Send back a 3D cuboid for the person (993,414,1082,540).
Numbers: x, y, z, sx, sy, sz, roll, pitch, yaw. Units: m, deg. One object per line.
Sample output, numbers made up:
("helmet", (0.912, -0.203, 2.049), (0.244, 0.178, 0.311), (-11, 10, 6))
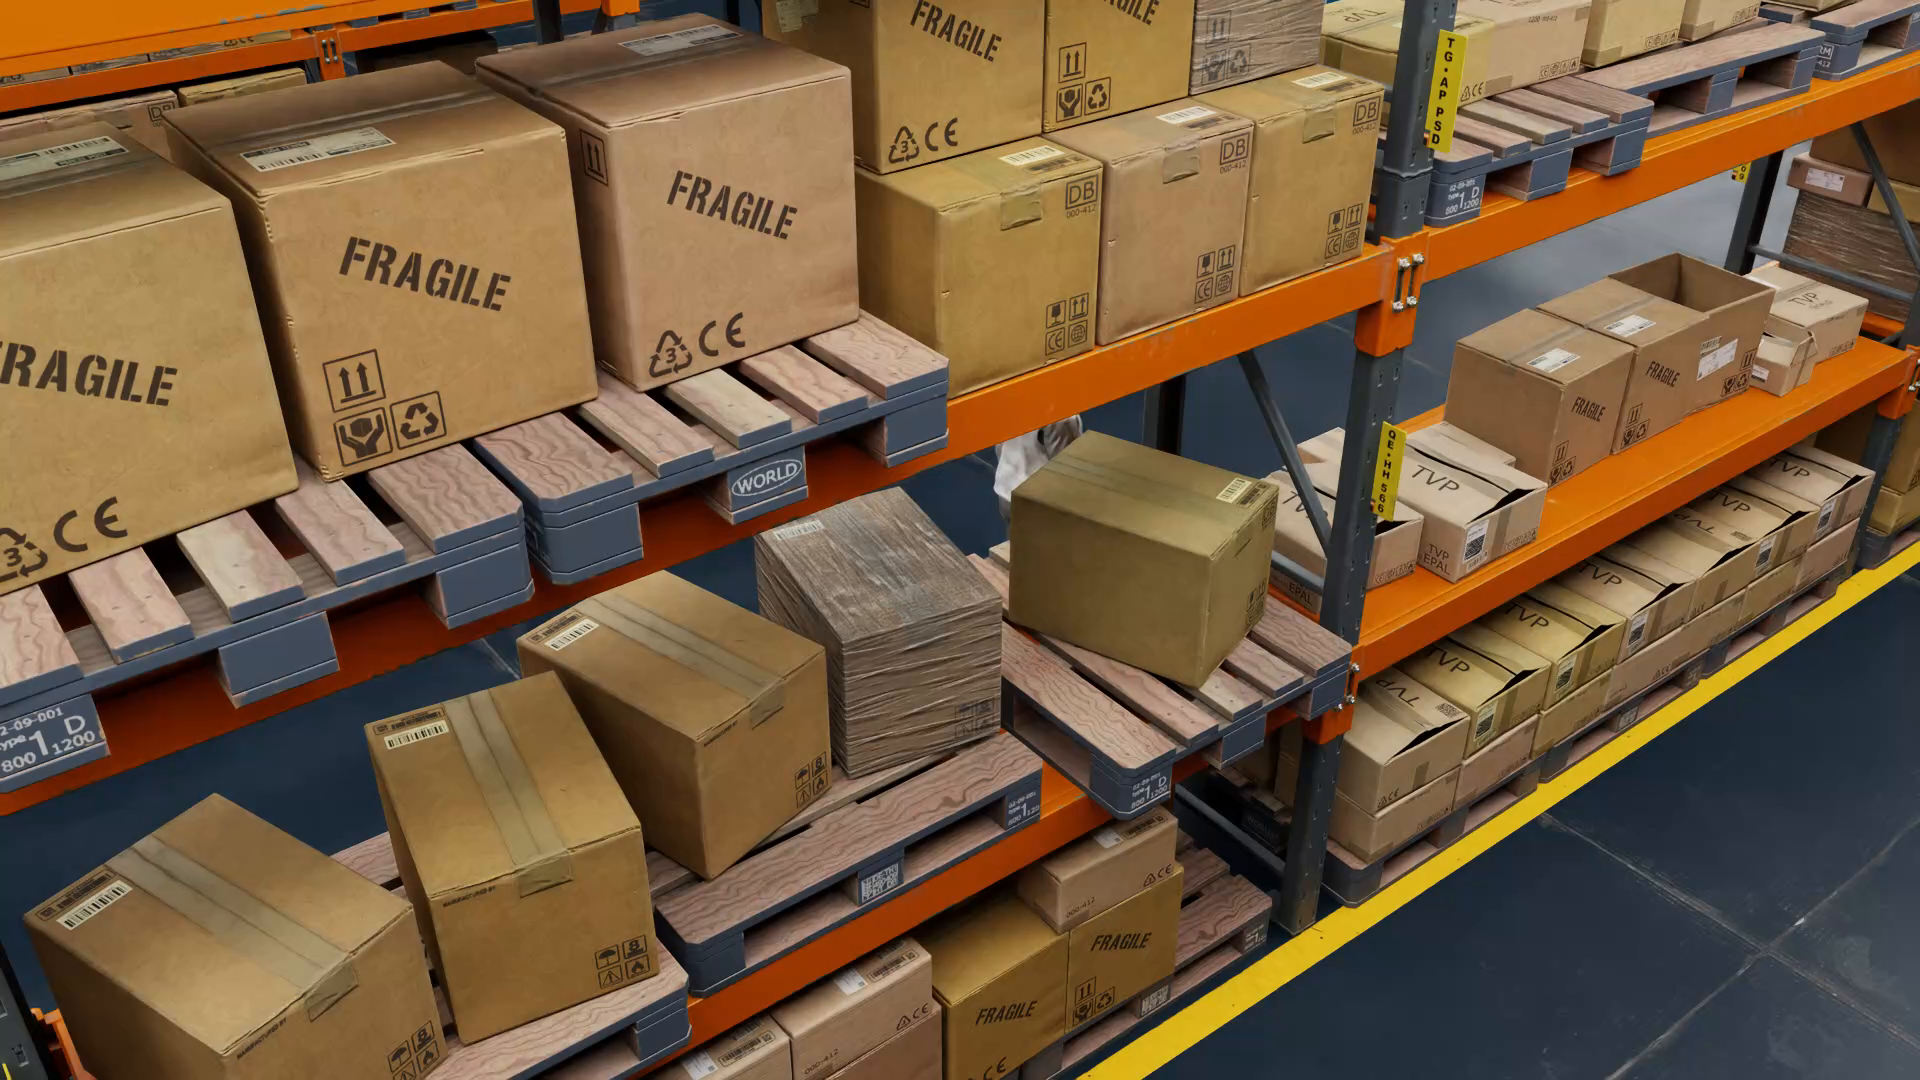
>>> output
("person", (0.350, -0.198, 7.437), (0.359, 1.765, 0.532), (-21, 38, -30))
